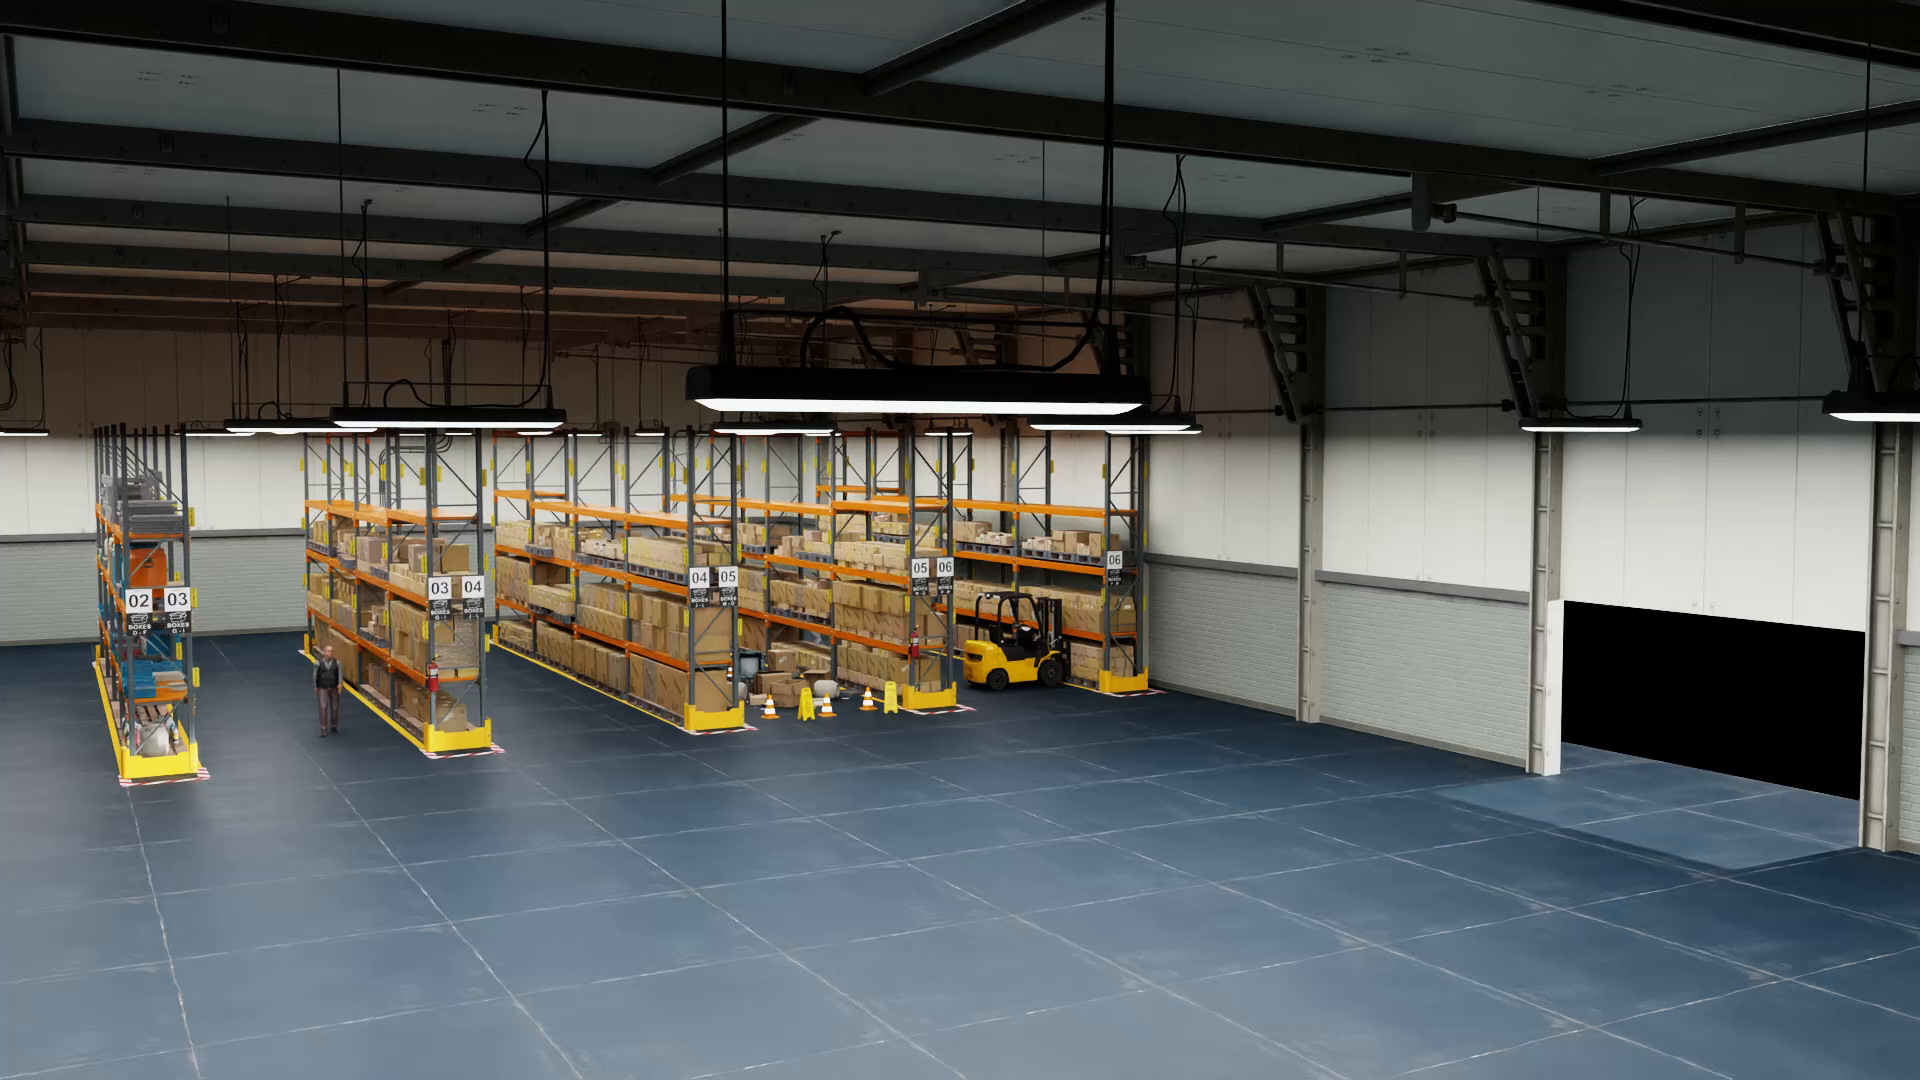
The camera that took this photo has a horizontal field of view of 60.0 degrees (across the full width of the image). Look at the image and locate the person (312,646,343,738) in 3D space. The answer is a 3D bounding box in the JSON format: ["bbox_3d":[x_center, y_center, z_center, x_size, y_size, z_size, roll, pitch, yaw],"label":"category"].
[{"bbox_3d":[-12.244,2.936,32.297,0.558,1.715,0.766,-2,4,-29],"label":"person"}]

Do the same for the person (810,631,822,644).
[{"bbox_3d":[-3.811,2.082,44.816,0.474,1.435,0.669,-2,4,-26],"label":"person"}]
